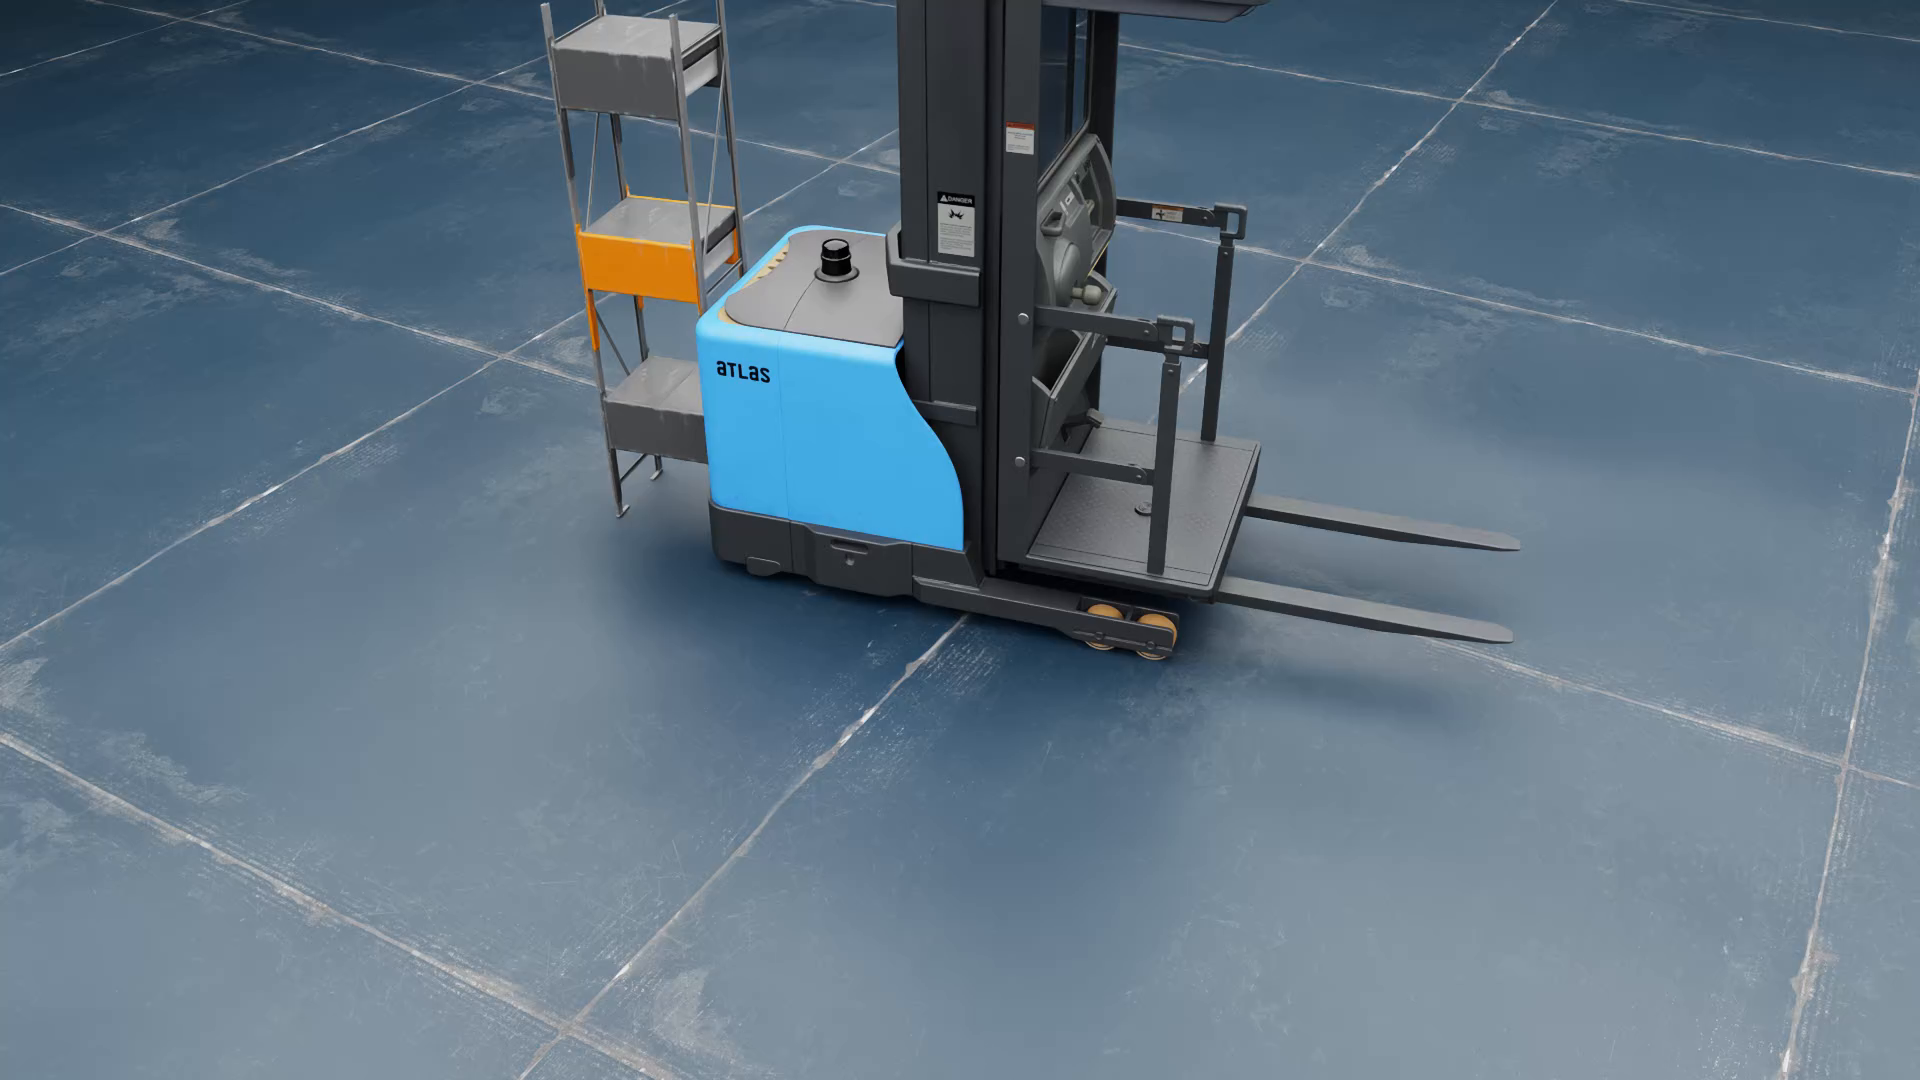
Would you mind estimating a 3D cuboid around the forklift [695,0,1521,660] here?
[{"bbox_3d":[0.597,-1.112,5.776,3.031,2.935,1.130,10,35,15],"label":"forklift"}]

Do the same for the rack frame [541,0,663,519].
[{"bbox_3d":[-1.366,-1.071,6.464,0.015,2.100,0.400,10,35,15],"label":"rack frame"}]

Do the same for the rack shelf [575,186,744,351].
[{"bbox_3d":[-1.134,-1.021,6.408,0.480,0.518,0.431,10,35,15],"label":"rack shelf"}]

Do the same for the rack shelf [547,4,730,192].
[{"bbox_3d":[-1.141,-1.605,6.022,0.480,0.518,0.431,10,35,15],"label":"rack shelf"}]

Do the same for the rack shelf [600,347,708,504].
[{"bbox_3d":[-1.126,-0.437,6.794,0.480,0.518,0.431,10,35,15],"label":"rack shelf"}]

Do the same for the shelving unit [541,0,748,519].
[{"bbox_3d":[-1.134,-1.032,6.401,0.503,2.100,0.431,10,35,15],"label":"shelving unit"}]

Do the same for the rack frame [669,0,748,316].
[{"bbox_3d":[-0.901,-0.993,6.337,0.015,2.100,0.400,10,35,15],"label":"rack frame"}]
